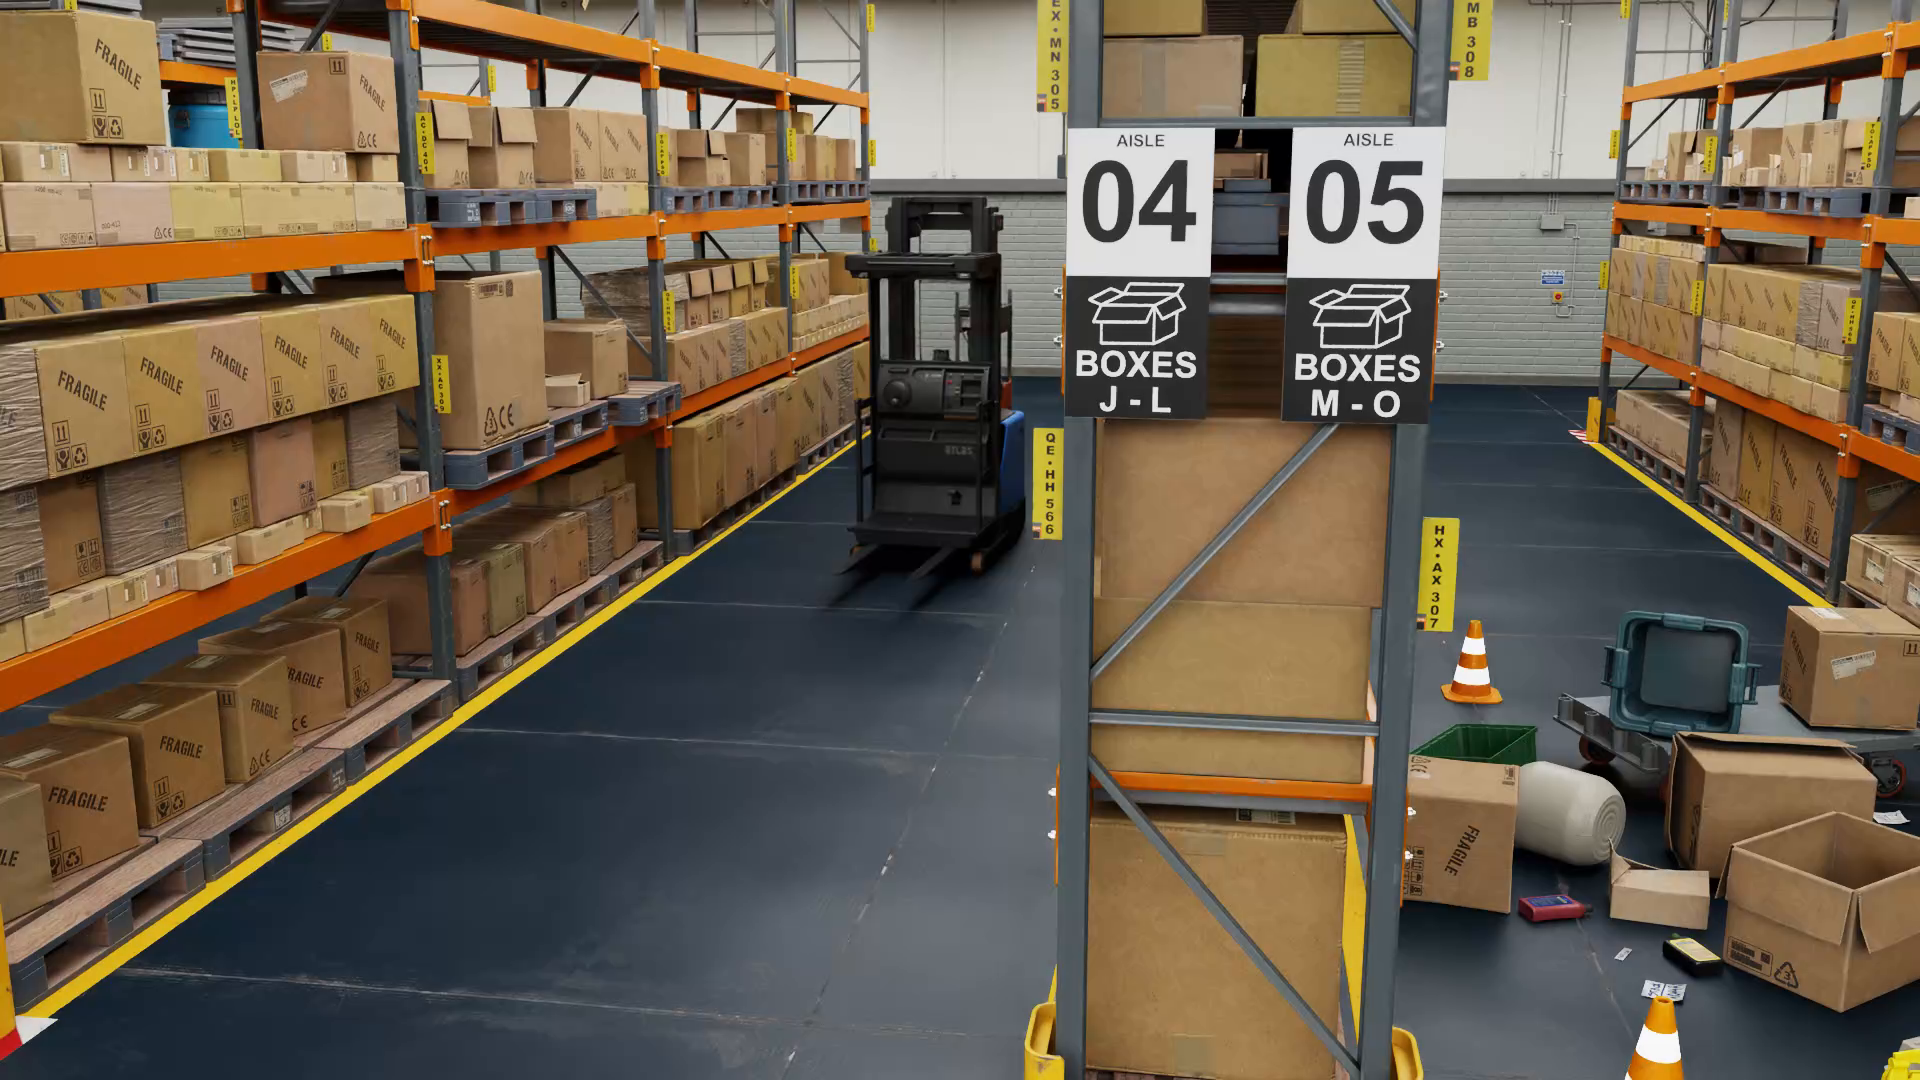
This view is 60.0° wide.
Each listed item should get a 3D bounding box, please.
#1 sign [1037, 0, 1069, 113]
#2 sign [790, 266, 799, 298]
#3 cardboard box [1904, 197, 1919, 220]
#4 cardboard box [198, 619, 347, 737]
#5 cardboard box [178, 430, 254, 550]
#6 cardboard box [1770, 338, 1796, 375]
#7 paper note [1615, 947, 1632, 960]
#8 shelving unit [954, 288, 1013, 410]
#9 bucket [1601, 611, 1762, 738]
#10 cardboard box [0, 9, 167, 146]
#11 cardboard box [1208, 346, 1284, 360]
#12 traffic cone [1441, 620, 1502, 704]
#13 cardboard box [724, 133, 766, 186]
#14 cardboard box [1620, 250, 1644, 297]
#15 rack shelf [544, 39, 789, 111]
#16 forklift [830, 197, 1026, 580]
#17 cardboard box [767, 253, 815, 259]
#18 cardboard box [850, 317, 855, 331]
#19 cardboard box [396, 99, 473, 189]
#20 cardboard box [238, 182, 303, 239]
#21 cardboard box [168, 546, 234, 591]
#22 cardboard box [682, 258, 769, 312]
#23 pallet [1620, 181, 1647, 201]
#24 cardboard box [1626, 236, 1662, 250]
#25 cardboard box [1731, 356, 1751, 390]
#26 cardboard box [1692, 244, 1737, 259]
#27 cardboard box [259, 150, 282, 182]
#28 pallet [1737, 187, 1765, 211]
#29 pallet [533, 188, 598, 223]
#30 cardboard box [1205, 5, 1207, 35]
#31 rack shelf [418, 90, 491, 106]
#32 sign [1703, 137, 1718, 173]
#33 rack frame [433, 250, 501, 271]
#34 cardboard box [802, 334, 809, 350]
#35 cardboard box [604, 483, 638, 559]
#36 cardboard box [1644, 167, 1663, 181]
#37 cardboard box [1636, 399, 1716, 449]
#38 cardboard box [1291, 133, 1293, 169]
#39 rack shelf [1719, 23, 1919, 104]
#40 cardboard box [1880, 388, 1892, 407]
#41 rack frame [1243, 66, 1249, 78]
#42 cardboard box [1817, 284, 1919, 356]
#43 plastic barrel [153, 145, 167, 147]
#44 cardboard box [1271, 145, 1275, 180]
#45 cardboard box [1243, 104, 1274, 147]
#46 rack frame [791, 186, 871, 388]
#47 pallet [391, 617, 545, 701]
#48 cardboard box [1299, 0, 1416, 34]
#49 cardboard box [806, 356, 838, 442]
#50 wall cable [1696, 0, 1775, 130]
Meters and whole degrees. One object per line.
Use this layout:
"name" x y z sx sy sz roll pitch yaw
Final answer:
"sign" 0.262 -1.340 4.559 0.100 0.325 0.005 2 12 9
"sign" -1.707 -2.651 17.113 0.100 0.325 0.005 2 12 9
"cardboard box" 6.716 -2.269 11.377 0.380 0.149 0.250 2 12 9
"cardboard box" -3.656 0.744 8.856 0.500 0.500 0.500 6 14 27
"cardboard box" -3.812 -0.263 7.652 0.875 0.500 0.500 2 12 9
"cardboard box" 6.890 -1.480 13.408 0.500 0.250 0.500 2 12 7
"paper note" 2.679 1.671 6.714 0.032 0.001 0.123 10 15 38
"shelving unit" 0.216 -1.210 15.125 0.431 2.100 0.503 3 13 14
"bucket" 3.668 0.668 8.435 0.726 0.611 0.620 7 4 28
"cardboard box" -3.595 -1.846 6.691 0.500 0.500 0.500 2 12 8
"cardboard box" 1.058 -0.481 6.685 0.875 0.550 0.500 2 12 9
"traffic cone" 3.109 0.718 10.064 0.336 0.463 0.334 2 12 9
"cardboard box" -2.324 -3.739 16.367 0.700 0.500 0.500 2 12 10
"cardboard box" 7.735 -2.990 18.636 0.500 0.500 0.500 2 12 7
"rack shelf" -2.552 -4.108 14.853 1.077 0.370 4.000 2 12 9
"forklift" -0.266 -1.257 13.368 1.130 2.935 3.031 3 13 14
"cardboard box" -2.047 -3.215 20.162 0.500 0.500 0.500 2 12 7
"cardboard box" -1.476 -2.606 20.060 0.380 0.149 0.250 2 12 10
"cardboard box" -3.305 -2.291 9.640 0.797 0.503 0.637 1 12 6
"cardboard box" -3.451 -1.549 7.796 0.500 0.250 0.500 2 12 8
"cardboard box" -3.484 0.121 7.408 0.380 0.149 0.250 2 12 9
"cardboard box" -2.334 -2.545 16.565 0.797 0.503 0.637 2 12 7
"pallet" 8.059 -3.919 18.648 1.003 0.211 1.213 2 12 9
"cardboard box" 7.712 -3.333 18.690 0.380 0.149 0.250 2 12 10
"cardboard box" 7.047 -1.448 14.447 0.500 0.250 0.500 2 12 8
"cardboard box" 7.476 -2.850 16.448 0.380 0.149 0.250 2 12 9
"cardboard box" -3.453 -1.767 7.864 0.380 0.149 0.250 2 12 11
"pallet" 7.456 -2.998 14.620 0.805 0.209 1.217 1 12 6
"pallet" -3.118 -2.189 10.858 1.213 0.211 1.003 2 12 9
"cardboard box" 0.591 -1.633 5.301 0.380 0.149 0.250 2 12 10
"rack shelf" -6.831 -5.101 19.462 1.077 0.370 4.000 2 12 9
"sign" 6.999 -3.593 15.512 0.100 0.325 0.005 2 12 9
"rack frame" -6.523 -3.132 21.908 1.000 3.000 0.127 2 12 9
"cardboard box" -1.830 -2.122 17.815 0.380 0.149 0.250 1 12 7
"cardboard box" -2.943 -0.159 13.002 0.700 0.500 0.500 1 12 6
"cardboard box" 7.768 -4.029 18.312 0.380 0.149 0.250 2 12 11
"cardboard box" 8.028 -1.272 18.361 0.875 0.438 0.875 2 12 10
"cardboard box" 1.204 -1.171 5.050 0.380 0.149 0.250 2 12 9
"rack shelf" 7.240 -3.787 13.363 1.077 0.370 4.000 2 12 9
"cardboard box" 6.699 -1.006 11.642 0.380 0.149 0.250 1 12 5
"rack frame" 2.026 -4.057 11.960 1.000 3.000 0.127 2 12 9
"cardboard box" 6.754 -1.639 12.368 0.500 0.500 0.500 2 12 7
"plastic barrel" -7.630 -3.579 15.541 0.433 0.535 0.433 0 12 0
"cardboard box" 1.554 -1.644 7.244 0.380 0.149 0.250 2 12 9
"cardboard box" 1.511 -1.869 7.340 0.500 0.250 0.500 2 12 8
"rack frame" -1.629 -2.972 21.163 1.000 3.000 0.127 2 12 9
"pallet" -3.356 0.727 10.618 1.003 0.211 1.213 2 12 9
"cardboard box" 1.161 -1.506 4.711 0.380 0.149 0.250 2 12 9
"cardboard box" -1.925 -1.628 18.974 0.875 0.875 0.875 2 12 9
"wall cable" 12.249 -6.672 24.003 2.988 3.039 0.133 2 12 9
